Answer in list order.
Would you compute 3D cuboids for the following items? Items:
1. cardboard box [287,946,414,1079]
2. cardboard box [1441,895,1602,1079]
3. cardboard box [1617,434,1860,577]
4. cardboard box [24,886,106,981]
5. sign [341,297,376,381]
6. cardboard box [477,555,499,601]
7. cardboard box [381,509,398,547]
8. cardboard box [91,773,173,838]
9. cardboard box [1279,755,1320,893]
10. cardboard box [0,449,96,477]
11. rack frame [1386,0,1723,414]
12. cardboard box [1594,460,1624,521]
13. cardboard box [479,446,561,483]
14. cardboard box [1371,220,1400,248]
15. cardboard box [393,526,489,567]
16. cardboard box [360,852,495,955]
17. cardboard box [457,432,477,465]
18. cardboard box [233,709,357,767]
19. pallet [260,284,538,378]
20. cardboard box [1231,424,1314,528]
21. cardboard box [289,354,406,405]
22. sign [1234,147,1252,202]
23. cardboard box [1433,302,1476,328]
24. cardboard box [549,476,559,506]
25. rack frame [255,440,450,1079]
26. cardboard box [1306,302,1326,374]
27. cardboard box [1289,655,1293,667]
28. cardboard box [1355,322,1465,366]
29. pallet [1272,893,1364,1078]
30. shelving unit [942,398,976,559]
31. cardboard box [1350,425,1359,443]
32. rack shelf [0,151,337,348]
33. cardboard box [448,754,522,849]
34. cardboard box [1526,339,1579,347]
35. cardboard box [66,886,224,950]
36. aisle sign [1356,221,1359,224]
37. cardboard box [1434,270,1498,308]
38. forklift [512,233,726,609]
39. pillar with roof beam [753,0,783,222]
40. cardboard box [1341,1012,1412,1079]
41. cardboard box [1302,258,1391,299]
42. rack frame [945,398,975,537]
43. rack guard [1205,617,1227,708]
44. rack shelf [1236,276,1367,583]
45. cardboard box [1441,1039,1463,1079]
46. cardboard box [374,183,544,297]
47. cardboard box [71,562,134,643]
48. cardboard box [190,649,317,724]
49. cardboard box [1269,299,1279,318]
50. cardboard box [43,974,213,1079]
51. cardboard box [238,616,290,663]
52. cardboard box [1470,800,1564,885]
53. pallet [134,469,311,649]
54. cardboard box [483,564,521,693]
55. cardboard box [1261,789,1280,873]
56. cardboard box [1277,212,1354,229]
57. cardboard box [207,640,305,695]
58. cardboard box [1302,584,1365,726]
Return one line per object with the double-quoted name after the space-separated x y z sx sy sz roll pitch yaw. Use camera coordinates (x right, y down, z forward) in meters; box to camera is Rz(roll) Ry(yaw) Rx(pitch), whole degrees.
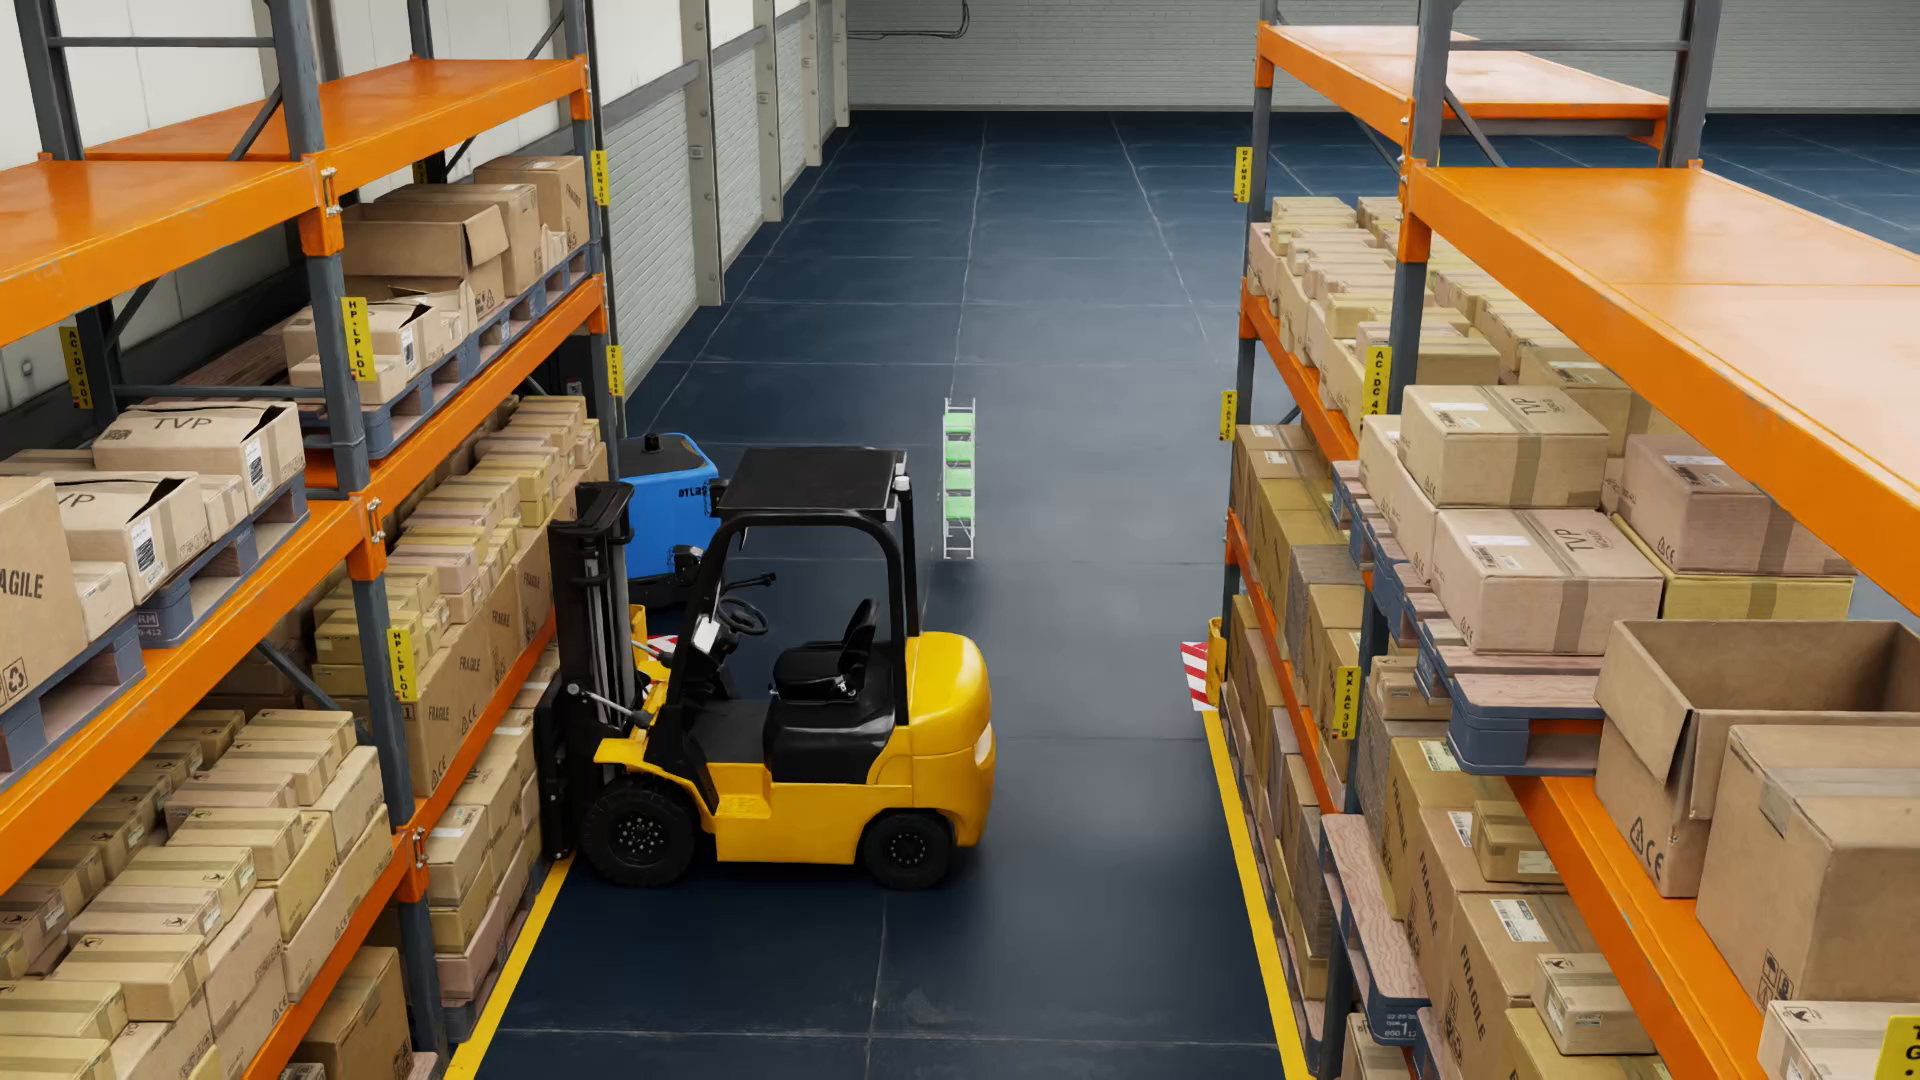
-2.847 2.118 6.919 0.875 0.625 0.625 2 21 4 "cardboard box"
1.770 1.402 4.932 0.500 0.500 0.500 0 21 -1 "cardboard box"
2.219 -0.106 4.738 0.500 0.250 0.500 1 21 3 "cardboard box"
-3.167 1.403 5.577 0.500 0.250 0.500 0 21 0 "cardboard box"
-2.300 -0.766 6.353 0.100 0.325 0.005 1 21 2 "sign"
-2.493 0.185 8.163 0.380 0.149 0.250 0 21 1 "cardboard box"
-3.064 -0.051 8.361 0.380 0.149 0.250 0 21 1 "cardboard box"
-3.137 0.980 6.114 0.380 0.149 0.250 1 21 1 "cardboard box"
1.882 1.407 8.234 0.500 0.500 0.500 1 21 3 "cardboard box"
-3.065 -0.201 5.676 0.380 0.149 0.250 1 21 2 "cardboard box"
2.119 -1.726 5.830 1.000 3.000 0.127 1 21 2 "rack frame"
2.225 -0.057 5.304 0.500 0.250 0.500 1 21 2 "cardboard box"
-2.458 -0.415 9.299 0.380 0.149 0.250 1 21 3 "cardboard box"
2.430 -1.626 8.965 0.380 0.149 0.250 1 21 2 "cardboard box"
-2.529 0.044 8.115 0.380 0.149 0.250 0 21 1 "cardboard box"
-2.520 1.699 7.825 0.500 0.250 0.500 1 21 1 "cardboard box"
-3.003 -0.518 9.564 0.380 0.149 0.250 1 21 2 "cardboard box"
-2.631 0.795 6.592 0.380 0.149 0.250 1 21 3 "cardboard box"
-2.803 -1.088 8.455 1.003 0.211 1.213 1 21 2 "pallet"
1.949 -0.392 10.137 0.500 0.500 0.500 0 21 1 "cardboard box"
-2.526 -0.665 6.870 0.380 0.149 0.250 1 21 3 "cardboard box"
1.698 -2.187 9.957 0.100 0.325 0.005 1 21 2 "sign"
2.440 -0.920 7.695 0.500 0.250 0.500 1 21 2 "cardboard box"
-2.479 -0.276 9.353 0.380 0.149 0.250 0 21 0 "cardboard box"
-2.843 1.018 7.052 1.000 3.000 0.127 1 21 2 "rack frame"
1.907 -0.925 7.710 0.500 0.250 0.500 0 21 1 "cardboard box"
1.889 0.609 8.453 0.380 0.149 0.250 0 21 1 "cardboard box"
1.841 -0.794 6.819 0.380 0.149 0.250 0 21 0 "cardboard box"
2.104 2.128 8.046 1.003 0.211 1.213 1 21 2 "pallet"
-0.005 -0.500 13.451 0.258 1.200 0.503 1 21 2 "shelving unit"
1.903 -0.511 7.192 0.380 0.149 0.250 1 21 2 "cardboard box"
-2.904 -0.534 4.306 1.077 0.370 4.000 1 21 2 "rack shelf"
-2.489 1.282 8.211 0.500 0.250 0.500 1 21 2 "cardboard box"
2.455 -0.692 6.558 0.380 0.149 0.250 0 21 1 "cardboard box"
-2.641 1.257 5.400 0.380 0.149 0.250 1 21 2 "cardboard box"
2.532 -1.606 10.221 0.394 0.787 0.004 1 21 2 "aisle sign"
2.439 -1.164 7.773 0.380 0.149 0.250 0 21 1 "cardboard box"
-3.340 -0.852 11.965 3.031 2.935 1.130 -9 23 -21 "forklift"
1.207 -9.444 25.722 9.100 9.000 0.400 1 21 2 "pillar with roof beam"
2.105 2.290 6.825 0.950 0.372 0.625 1 21 2 "cardboard box"
1.862 -1.260 8.022 0.380 0.149 0.250 1 21 2 "cardboard box"
0.002 -0.588 13.678 0.240 1.200 0.015 1 21 2 "rack frame"
2.238 0.818 11.024 1.175 0.500 0.348 1 21 2 "rack guard"
2.180 -0.715 8.366 1.077 0.370 4.000 1 21 2 "rack shelf"
1.719 1.660 5.164 0.380 0.149 0.250 1 21 4 "cardboard box"
-2.622 -1.584 8.754 0.700 0.500 0.500 1 21 2 "cardboard box"
-2.596 0.174 4.709 0.380 0.149 0.250 0 21 1 "cardboard box"
-3.099 0.806 7.460 0.500 0.500 0.500 1 21 1 "cardboard box"
1.945 -1.349 9.352 0.380 0.149 0.250 1 21 3 "cardboard box"
-2.666 1.588 5.098 0.500 0.250 0.500 1 21 2 "cardboard box"
-3.135 0.411 7.169 0.380 0.149 0.250 1 21 2 "cardboard box"
1.821 0.948 5.206 0.380 0.149 0.250 2 21 5 "cardboard box"
-2.857 0.028 5.722 0.805 0.209 1.217 0 21 -1 "pallet"
-2.555 0.442 8.398 0.500 0.500 0.500 0 21 1 "cardboard box"
1.894 1.564 8.865 0.500 0.250 0.500 1 21 2 "cardboard box"
1.965 -1.721 9.209 0.380 0.149 0.250 1 21 2 "cardboard box"
-3.090 0.550 7.224 0.380 0.149 0.250 1 21 1 "cardboard box"
1.892 0.536 7.744 0.500 0.500 0.500 1 21 3 "cardboard box"
